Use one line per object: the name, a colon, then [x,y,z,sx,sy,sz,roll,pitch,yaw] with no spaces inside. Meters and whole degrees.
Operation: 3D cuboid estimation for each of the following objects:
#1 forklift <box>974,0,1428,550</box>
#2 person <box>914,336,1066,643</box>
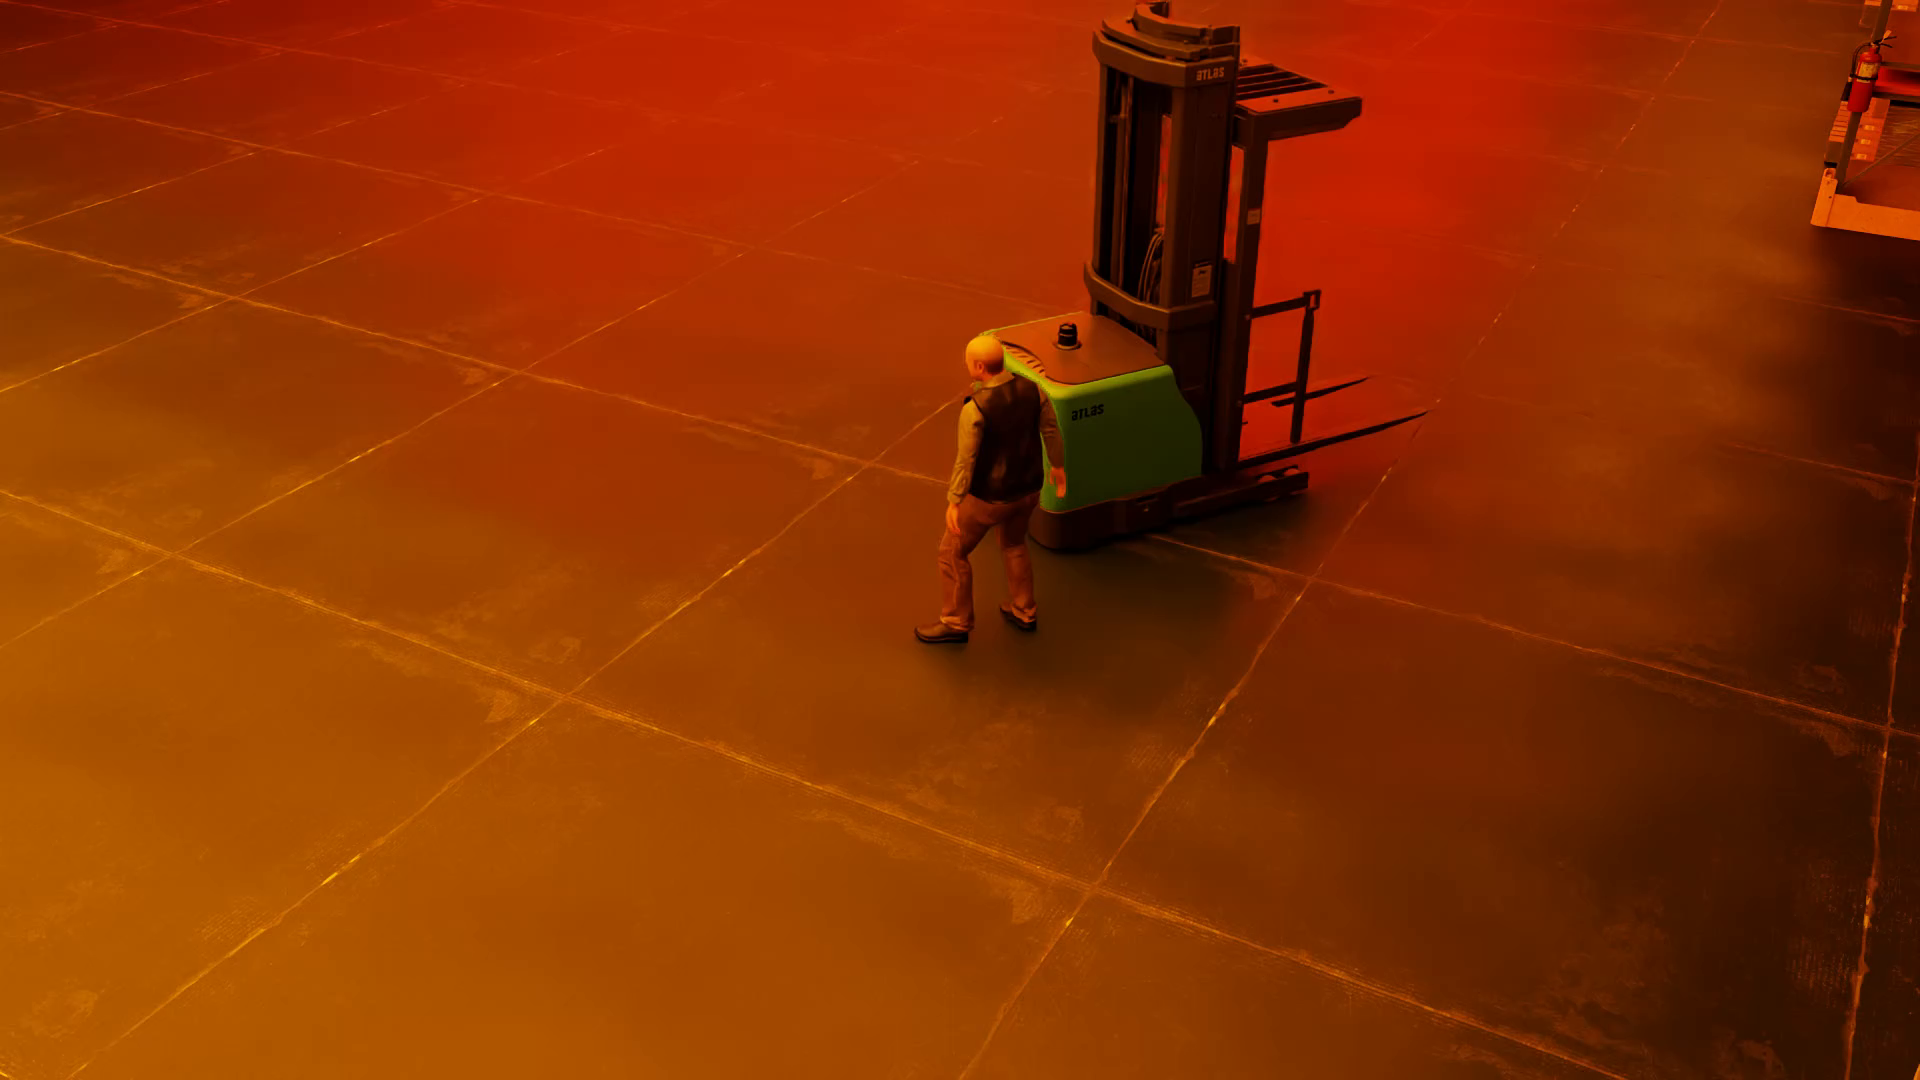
forklift: [1.617,-1.725,10.059,3.031,2.935,1.130,-15,33,-24]
person: [0.185,-0.259,8.772,0.847,1.694,0.392,-21,36,-32]
